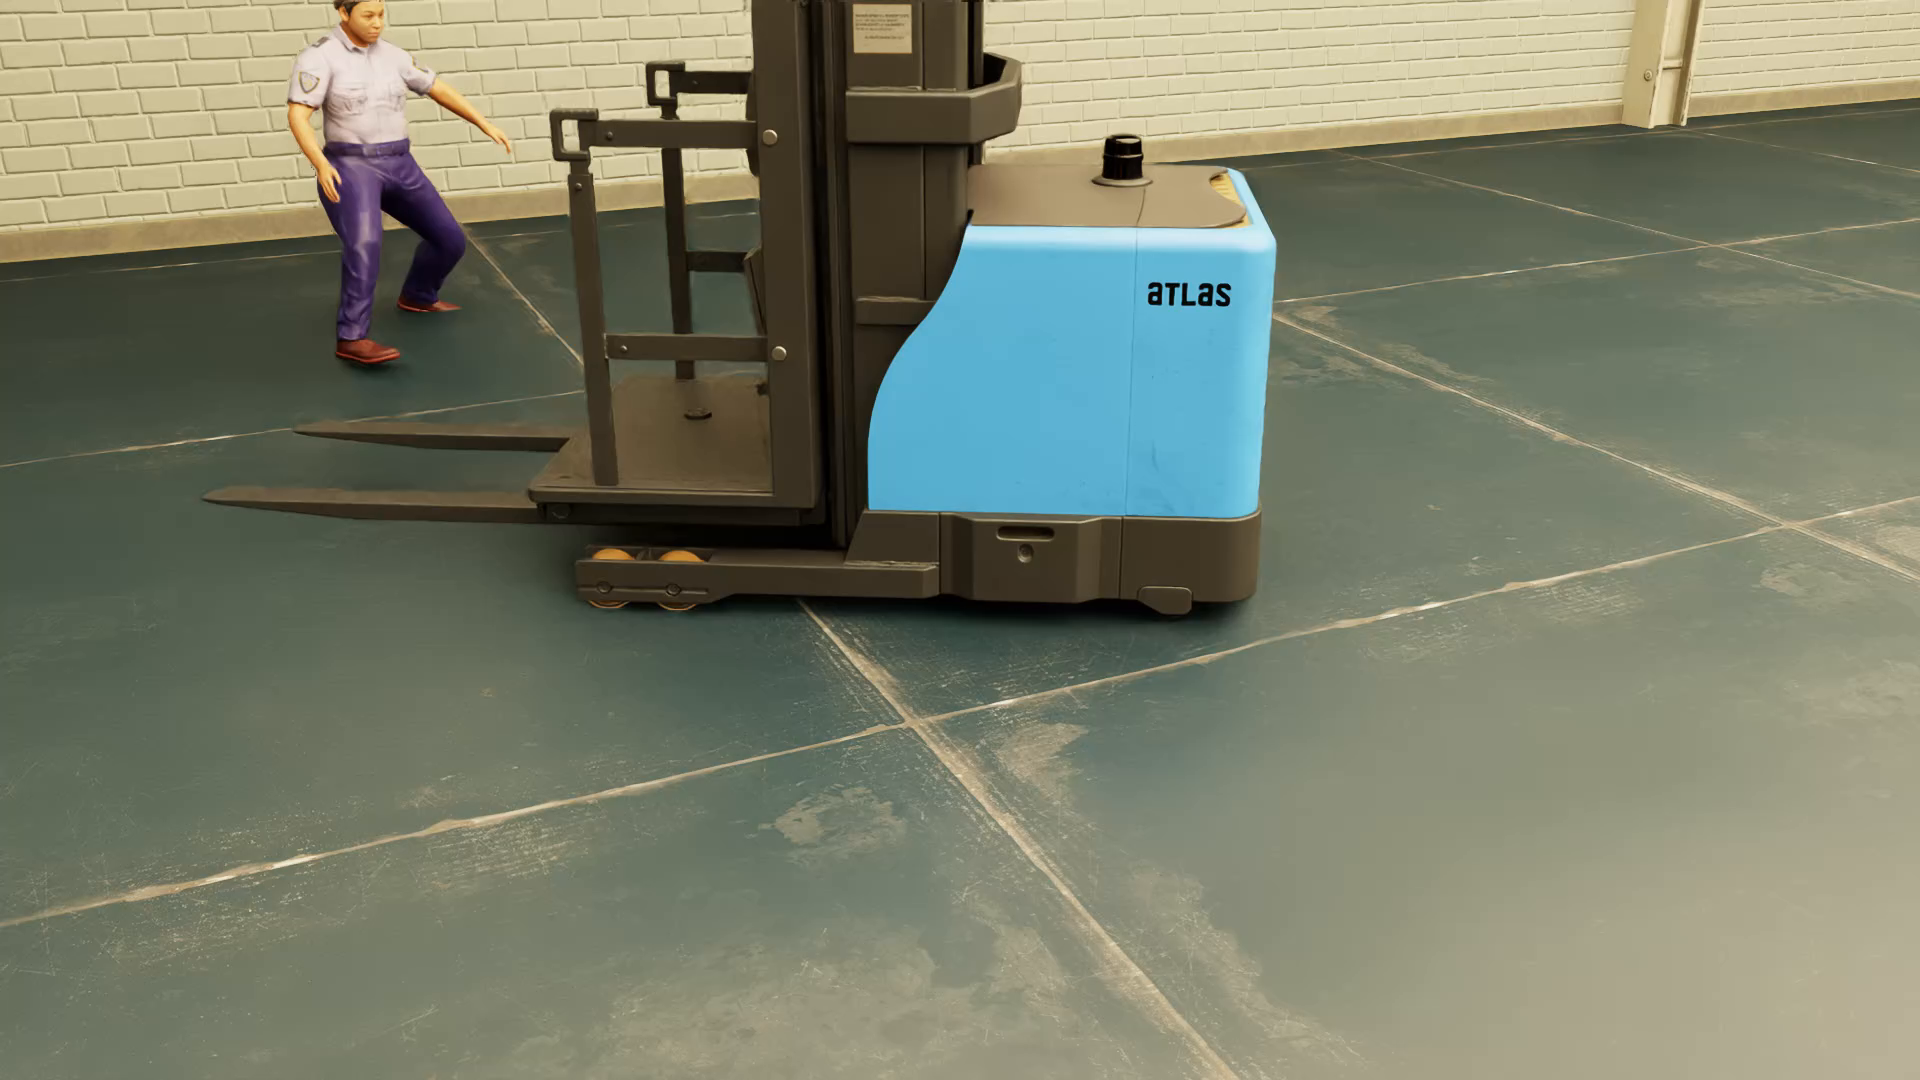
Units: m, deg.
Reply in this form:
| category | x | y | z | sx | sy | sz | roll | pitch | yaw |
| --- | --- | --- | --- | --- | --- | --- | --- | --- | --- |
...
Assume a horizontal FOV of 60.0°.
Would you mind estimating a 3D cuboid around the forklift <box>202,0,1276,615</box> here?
| category | x | y | z | sx | sy | sz | roll | pitch | yaw |
| --- | --- | --- | --- | --- | --- | --- | --- | --- | --- |
| forklift | -0.665 | -1.355 | 4.548 | 3.031 | 2.935 | 1.130 | 1 | 23 | 4 |

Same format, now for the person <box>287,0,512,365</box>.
| category | x | y | z | sx | sy | sz | roll | pitch | yaw |
| --- | --- | --- | --- | --- | --- | --- | --- | --- | --- |
| person | -2.391 | -1.552 | 6.965 | 0.824 | 1.525 | 0.939 | 16 | 27 | 34 |
